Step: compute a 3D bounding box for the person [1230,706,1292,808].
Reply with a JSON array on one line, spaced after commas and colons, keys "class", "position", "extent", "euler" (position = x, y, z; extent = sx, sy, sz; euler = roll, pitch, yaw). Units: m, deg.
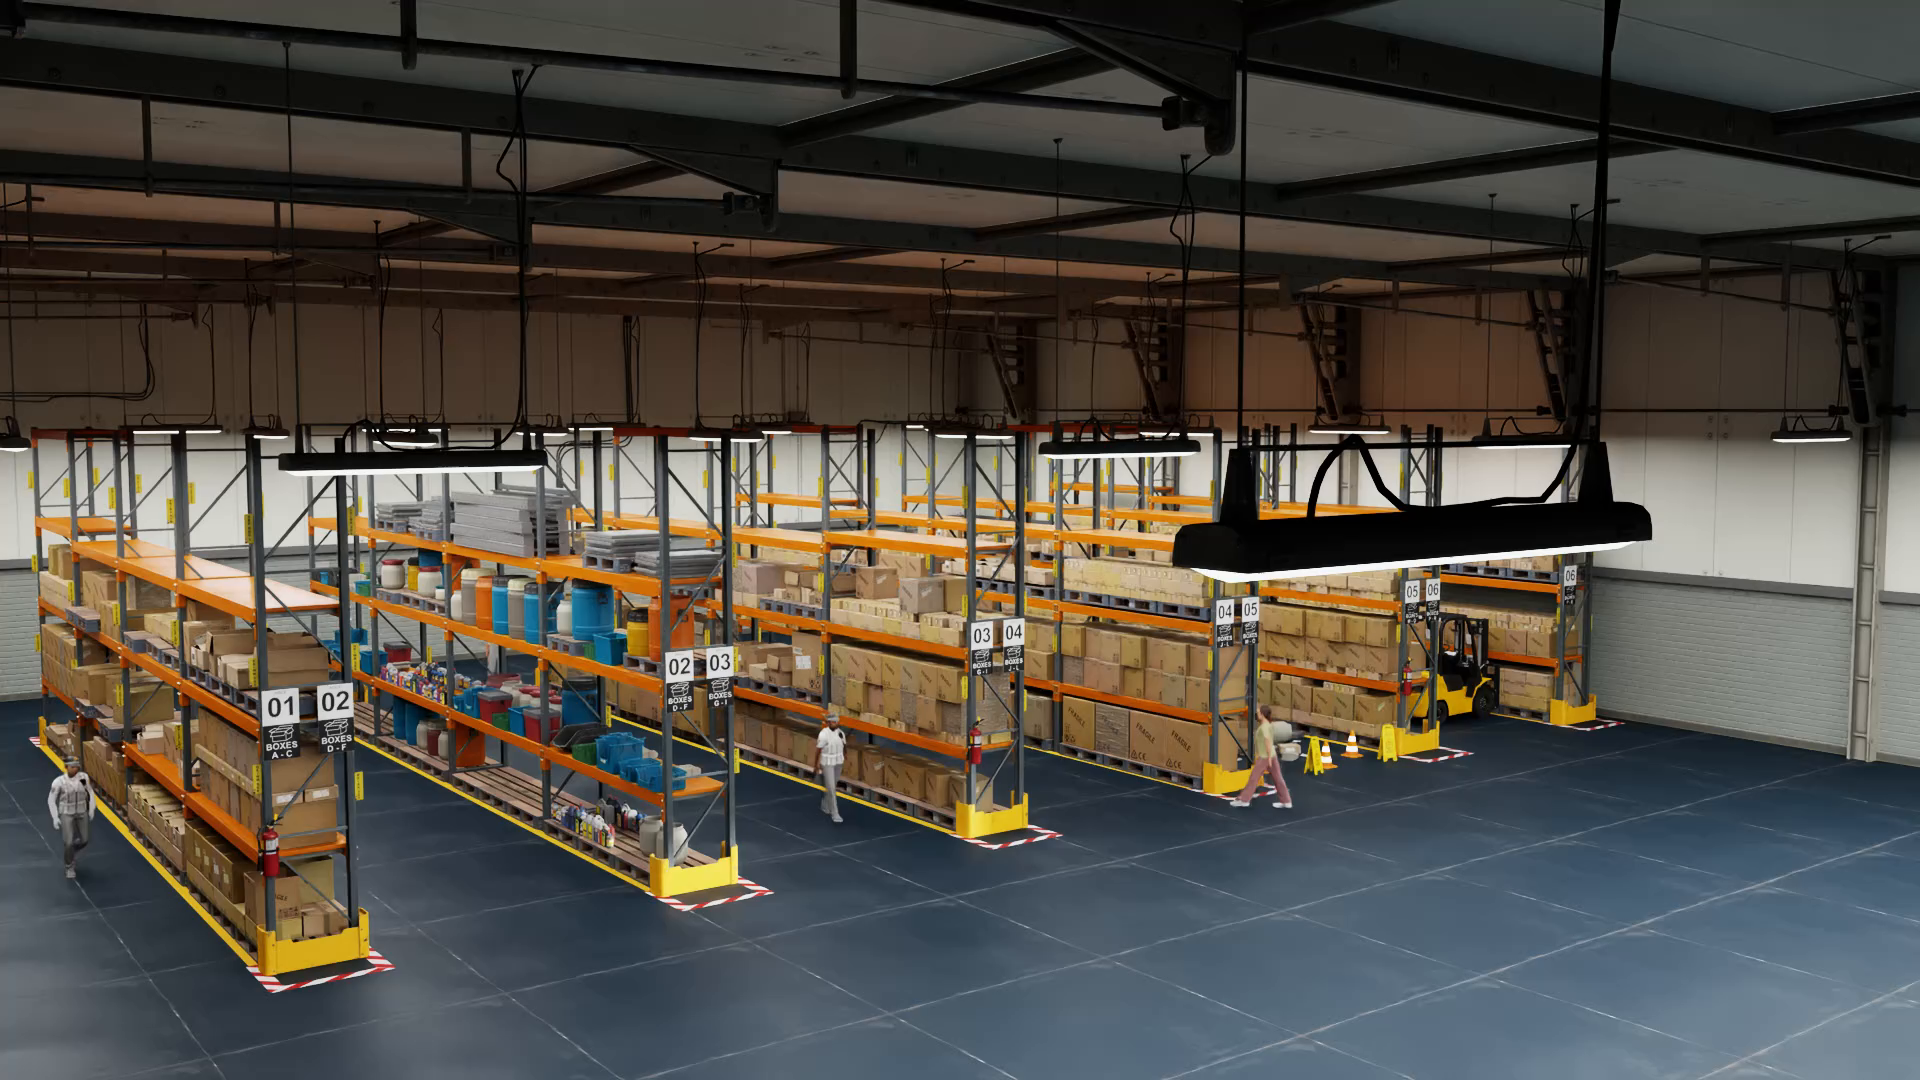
[{"class": "person", "position": [4.786, 3.428, 26.346], "extent": [0.961, 1.611, 0.467], "euler": [1, 5, 18]}]

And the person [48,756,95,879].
[{"class": "person", "position": [-12.122, 3.736, 22.672], "extent": [0.549, 1.659, 0.583], "euler": [4, 6, 45]}]

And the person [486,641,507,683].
[{"class": "person", "position": [-10.290, 2.599, 36.878], "extent": [0.464, 1.666, 0.622], "euler": [-2, 5, -28]}]

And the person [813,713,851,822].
[{"class": "person", "position": [-1.948, 3.474, 25.705], "extent": [0.509, 1.635, 0.909], "euler": [-4, 6, -41]}]
